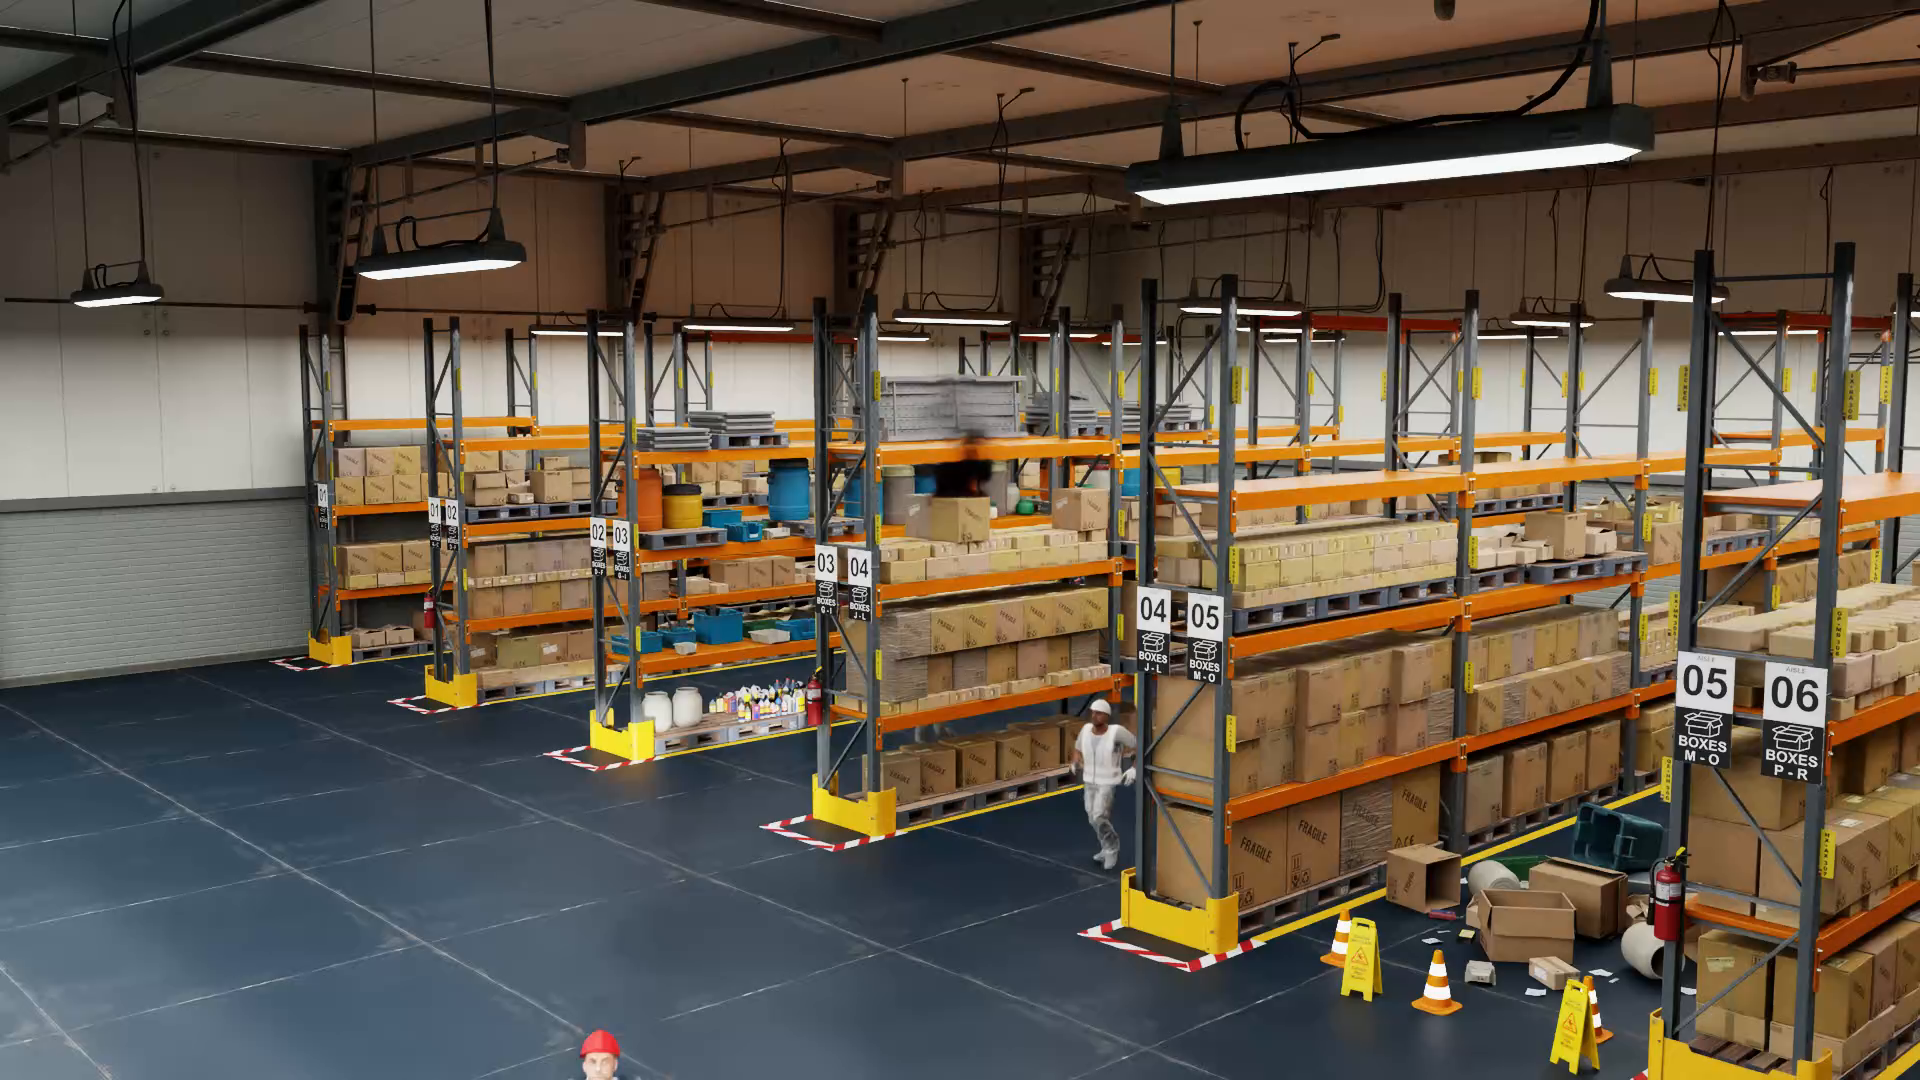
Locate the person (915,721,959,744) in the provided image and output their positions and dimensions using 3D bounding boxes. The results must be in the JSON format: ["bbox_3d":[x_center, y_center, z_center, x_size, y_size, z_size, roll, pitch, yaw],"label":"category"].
[{"bbox_3d":[-0.342,2.078,21.624,0.952,1.757,0.657,-6,8,-44],"label":"person"}]

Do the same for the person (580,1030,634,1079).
[{"bbox_3d":[-1.879,3.422,8.726,0.659,1.742,0.708,-1,6,-7],"label":"person"}]

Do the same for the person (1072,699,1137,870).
[{"bbox_3d":[1.468,2.549,17.300,0.709,1.791,0.690,5,7,38],"label":"person"}]
